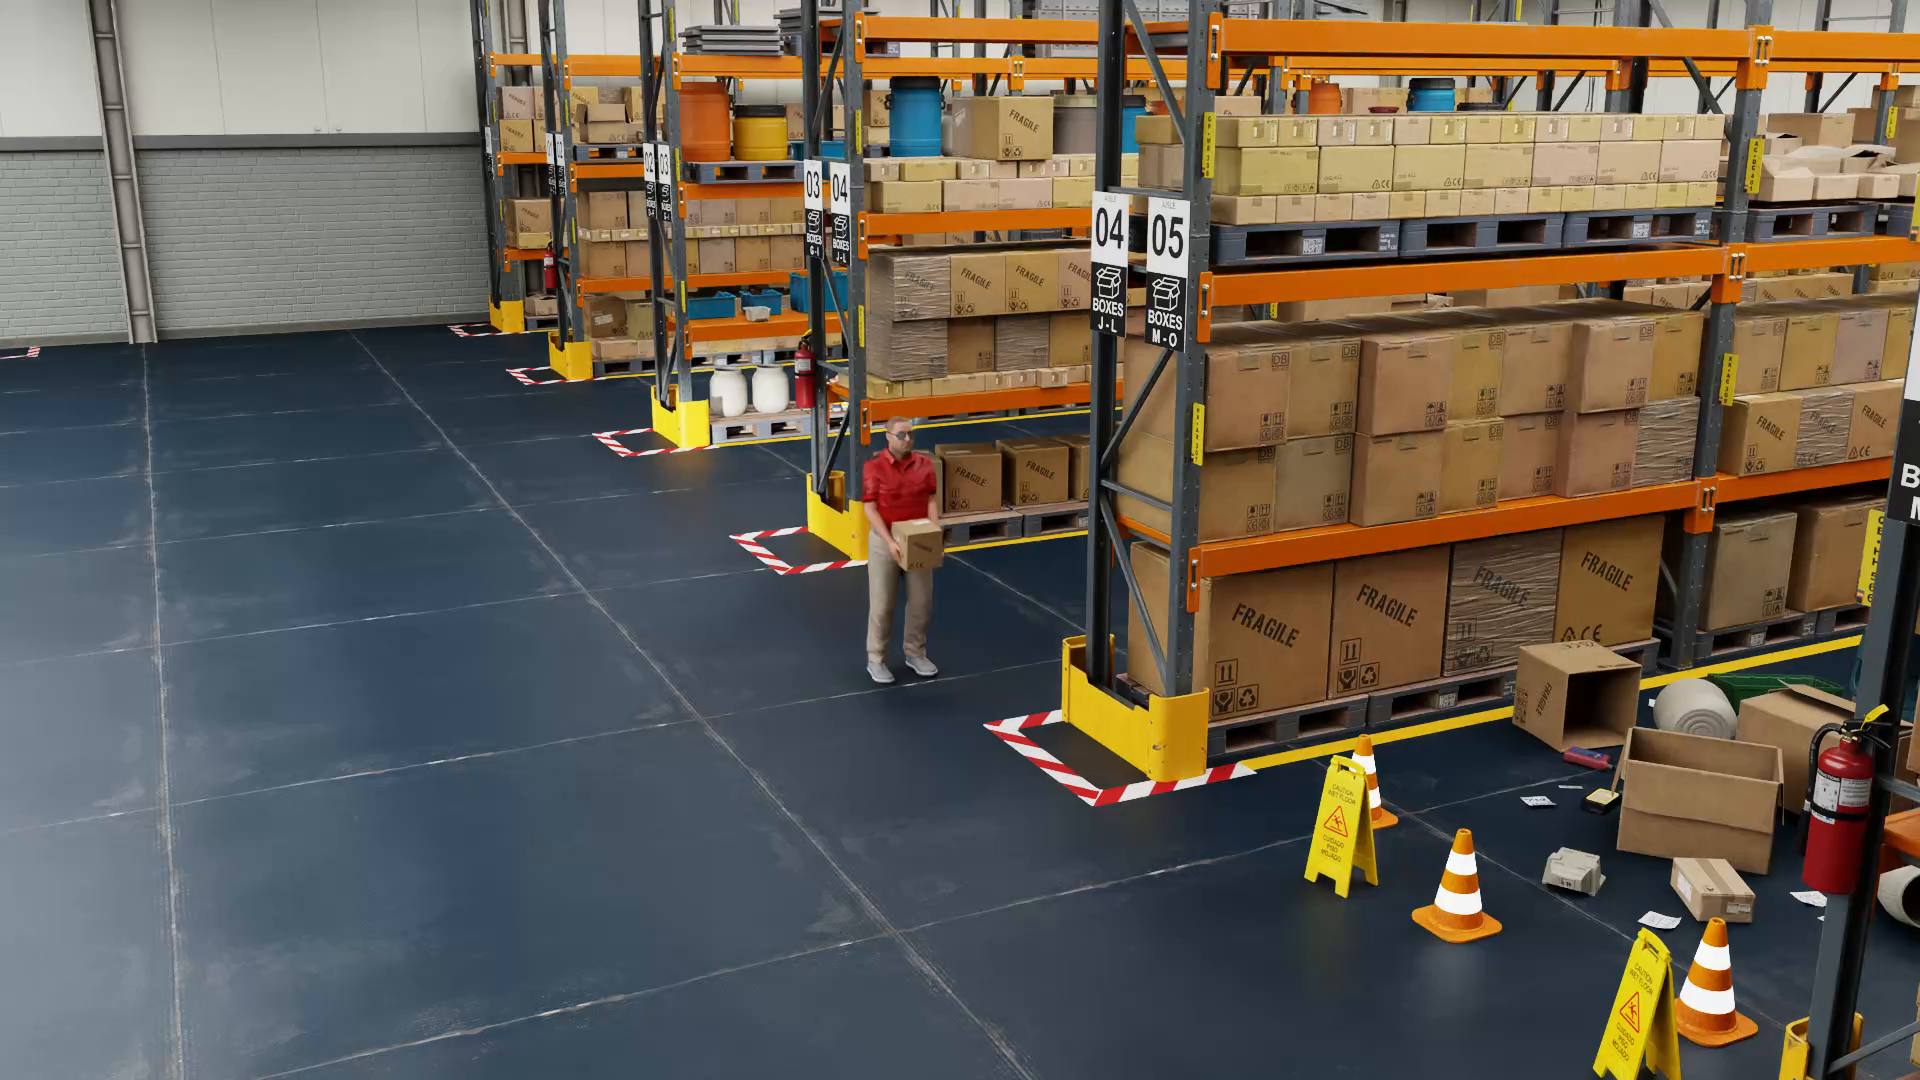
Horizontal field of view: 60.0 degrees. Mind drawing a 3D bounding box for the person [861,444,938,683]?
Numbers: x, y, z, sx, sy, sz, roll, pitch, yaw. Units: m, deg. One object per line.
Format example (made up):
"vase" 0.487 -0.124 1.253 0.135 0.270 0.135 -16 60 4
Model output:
"person" -0.381 0.142 10.892 0.524 1.533 0.387 -7 17 -25
